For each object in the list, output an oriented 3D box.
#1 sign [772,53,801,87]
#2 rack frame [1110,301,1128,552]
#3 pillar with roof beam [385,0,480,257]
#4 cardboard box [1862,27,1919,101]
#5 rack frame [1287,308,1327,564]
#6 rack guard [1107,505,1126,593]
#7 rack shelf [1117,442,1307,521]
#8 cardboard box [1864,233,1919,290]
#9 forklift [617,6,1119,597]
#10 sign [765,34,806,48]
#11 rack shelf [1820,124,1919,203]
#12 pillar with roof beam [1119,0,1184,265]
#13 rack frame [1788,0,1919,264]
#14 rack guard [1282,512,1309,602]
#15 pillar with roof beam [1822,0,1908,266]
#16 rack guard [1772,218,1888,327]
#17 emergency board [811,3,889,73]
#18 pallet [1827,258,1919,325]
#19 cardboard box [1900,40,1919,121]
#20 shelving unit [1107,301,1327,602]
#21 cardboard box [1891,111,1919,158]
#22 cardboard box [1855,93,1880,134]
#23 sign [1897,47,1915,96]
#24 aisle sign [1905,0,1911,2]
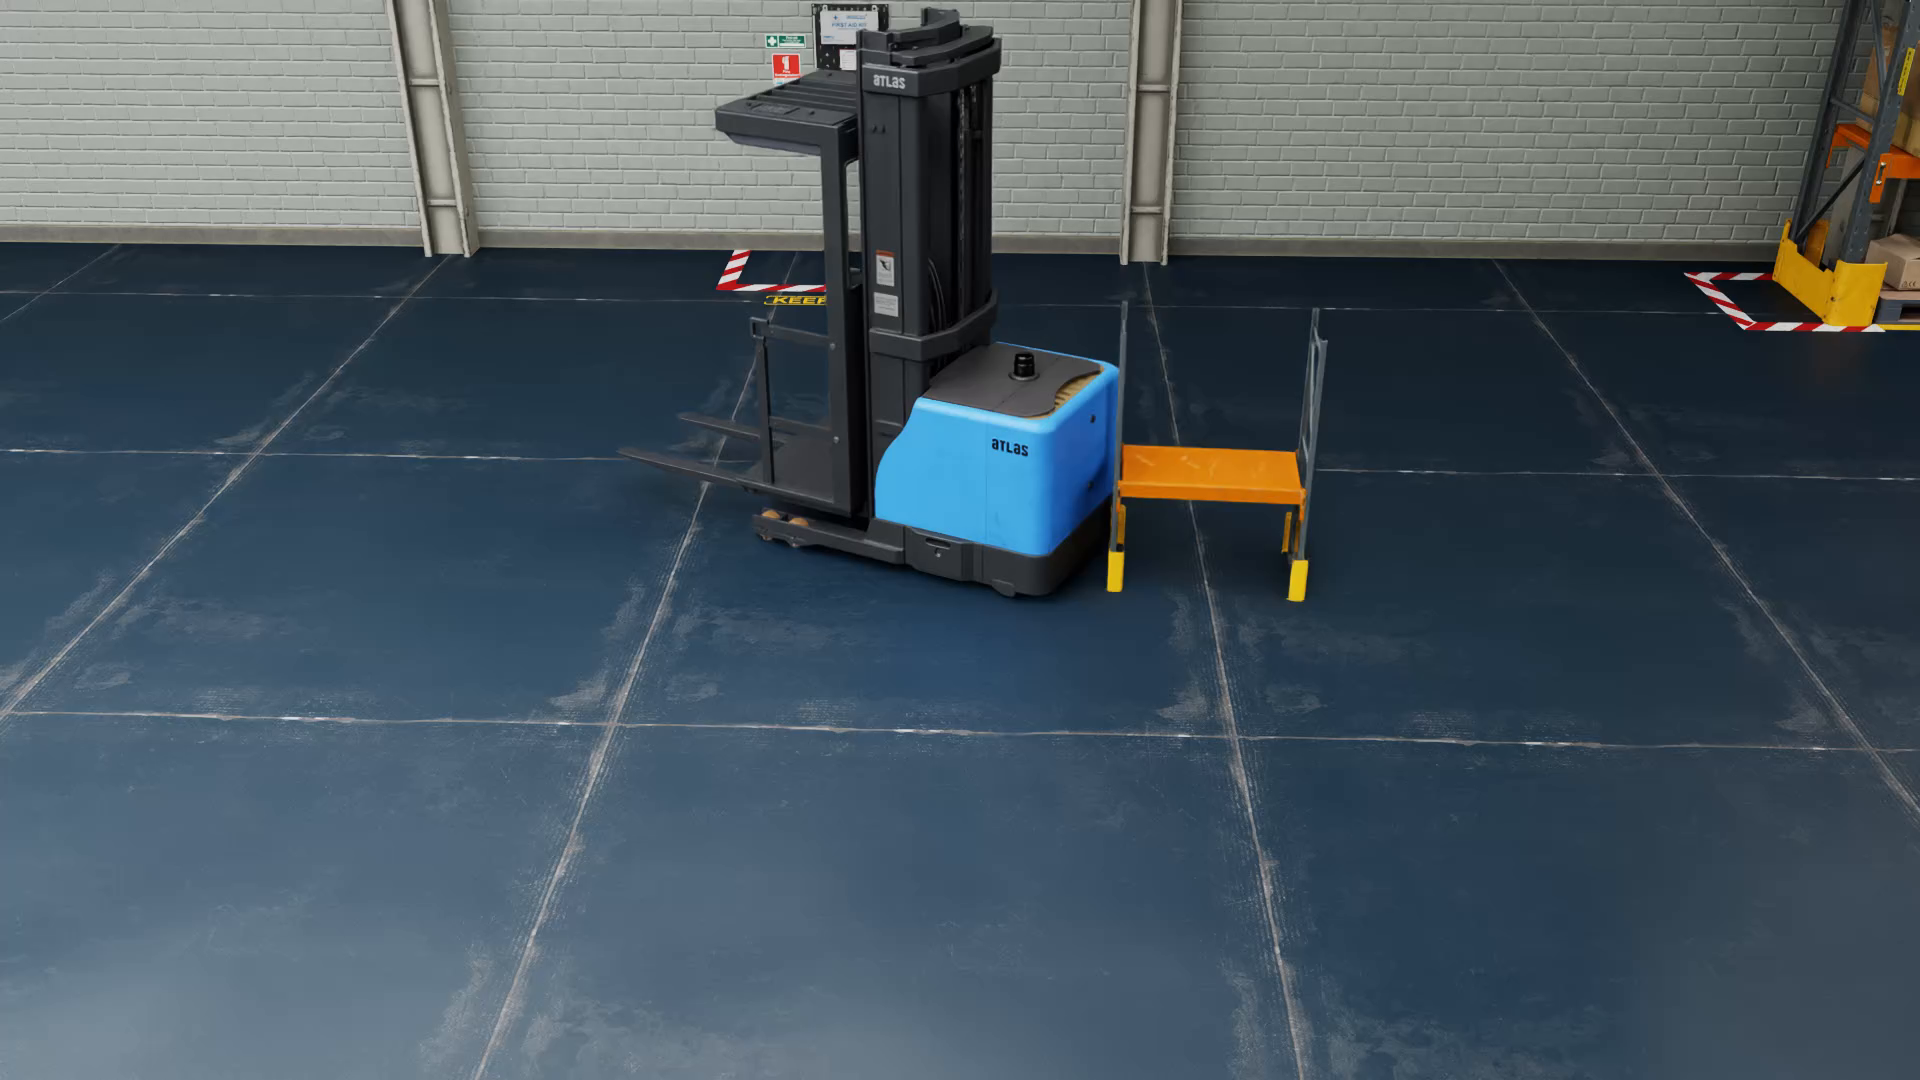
[{"bbox_3d":[-1.441,-3.876,13.821,0.234,0.329,0.001,1,28,2],"label":"sign"},{"bbox_3d":[0.866,-0.511,9.112,0.032,1.500,0.500,3,28,5],"label":"rack frame"},{"bbox_3d":[-4.572,-4.479,8.592,0.400,9.000,9.100,1,28,2],"label":"pillar with roof beam"},{"bbox_3d":[7.321,-3.617,12.710,0.500,0.500,0.500,1,28,1],"label":"cardboard box"},{"bbox_3d":[1.877,-0.462,9.020,0.032,1.500,0.500,3,28,5],"label":"rack frame"},{"bbox_3d":[0.885,0.043,9.403,0.087,0.250,0.587,3,28,5],"label":"rack guard"},{"bbox_3d":[1.372,-0.327,9.150,1.000,0.185,0.538,3,28,5],"label":"rack shelf"},{"bbox_3d":[7.531,-2.205,13.107,0.500,0.311,0.500,-2,28,-4],"label":"cardboard box"},{"bbox_3d":[-0.637,-1.458,9.371,3.031,2.935,1.130,14,31,24],"label":"forklift"},{"bbox_3d":[-1.437,-4.106,13.689,0.331,0.109,0.001,1,28,2],"label":"sign"},{"bbox_3d":[8.841,-2.901,12.788,4.000,0.370,1.077,1,28,2],"label":"rack shelf"},{"bbox_3d":[1.424,-4.380,8.404,0.400,9.000,9.100,1,28,2],"label":"pillar with roof beam"},{"bbox_3d":[6.842,-3.252,12.682,0.127,3.000,1.000,1,28,2],"label":"rack frame"},{"bbox_3d":[1.876,0.090,9.313,0.087,0.250,0.587,3,28,5],"label":"rack guard"},{"bbox_3d":[7.421,-4.281,8.217,0.400,9.000,9.100,1,28,2],"label":"pillar with roof beam"},{"bbox_3d":[6.918,-2.146,13.265,0.348,0.500,1.175,1,28,2],"label":"rack guard"},{"bbox_3d":[-0.892,-3.803,13.722,0.643,1.169,0.194,1,28,2],"label":"emergency board"},{"bbox_3d":[7.729,-1.989,13.276,1.213,0.211,1.003,1,28,2],"label":"pallet"},{"bbox_3d":[7.309,-3.377,12.256,0.500,0.500,0.500,1,28,2],"label":"cardboard box"},{"bbox_3d":[1.381,-0.486,9.065,1.083,1.500,0.587,3,28,5],"label":"shelving unit"},{"bbox_3d":[7.319,-3.038,12.417,0.500,0.250,0.500,0,28,0],"label":"cardboard box"},{"bbox_3d":[7.316,-3.277,12.869,0.500,0.250,0.500,1,28,3],"label":"cardboard box"},{"bbox_3d":[6.823,-3.380,12.000,0.005,0.325,0.100,1,28,2],"label":"sign"},{"bbox_3d":[6.760,-4.261,11.810,0.004,0.787,0.394,1,28,2],"label":"aisle sign"}]
